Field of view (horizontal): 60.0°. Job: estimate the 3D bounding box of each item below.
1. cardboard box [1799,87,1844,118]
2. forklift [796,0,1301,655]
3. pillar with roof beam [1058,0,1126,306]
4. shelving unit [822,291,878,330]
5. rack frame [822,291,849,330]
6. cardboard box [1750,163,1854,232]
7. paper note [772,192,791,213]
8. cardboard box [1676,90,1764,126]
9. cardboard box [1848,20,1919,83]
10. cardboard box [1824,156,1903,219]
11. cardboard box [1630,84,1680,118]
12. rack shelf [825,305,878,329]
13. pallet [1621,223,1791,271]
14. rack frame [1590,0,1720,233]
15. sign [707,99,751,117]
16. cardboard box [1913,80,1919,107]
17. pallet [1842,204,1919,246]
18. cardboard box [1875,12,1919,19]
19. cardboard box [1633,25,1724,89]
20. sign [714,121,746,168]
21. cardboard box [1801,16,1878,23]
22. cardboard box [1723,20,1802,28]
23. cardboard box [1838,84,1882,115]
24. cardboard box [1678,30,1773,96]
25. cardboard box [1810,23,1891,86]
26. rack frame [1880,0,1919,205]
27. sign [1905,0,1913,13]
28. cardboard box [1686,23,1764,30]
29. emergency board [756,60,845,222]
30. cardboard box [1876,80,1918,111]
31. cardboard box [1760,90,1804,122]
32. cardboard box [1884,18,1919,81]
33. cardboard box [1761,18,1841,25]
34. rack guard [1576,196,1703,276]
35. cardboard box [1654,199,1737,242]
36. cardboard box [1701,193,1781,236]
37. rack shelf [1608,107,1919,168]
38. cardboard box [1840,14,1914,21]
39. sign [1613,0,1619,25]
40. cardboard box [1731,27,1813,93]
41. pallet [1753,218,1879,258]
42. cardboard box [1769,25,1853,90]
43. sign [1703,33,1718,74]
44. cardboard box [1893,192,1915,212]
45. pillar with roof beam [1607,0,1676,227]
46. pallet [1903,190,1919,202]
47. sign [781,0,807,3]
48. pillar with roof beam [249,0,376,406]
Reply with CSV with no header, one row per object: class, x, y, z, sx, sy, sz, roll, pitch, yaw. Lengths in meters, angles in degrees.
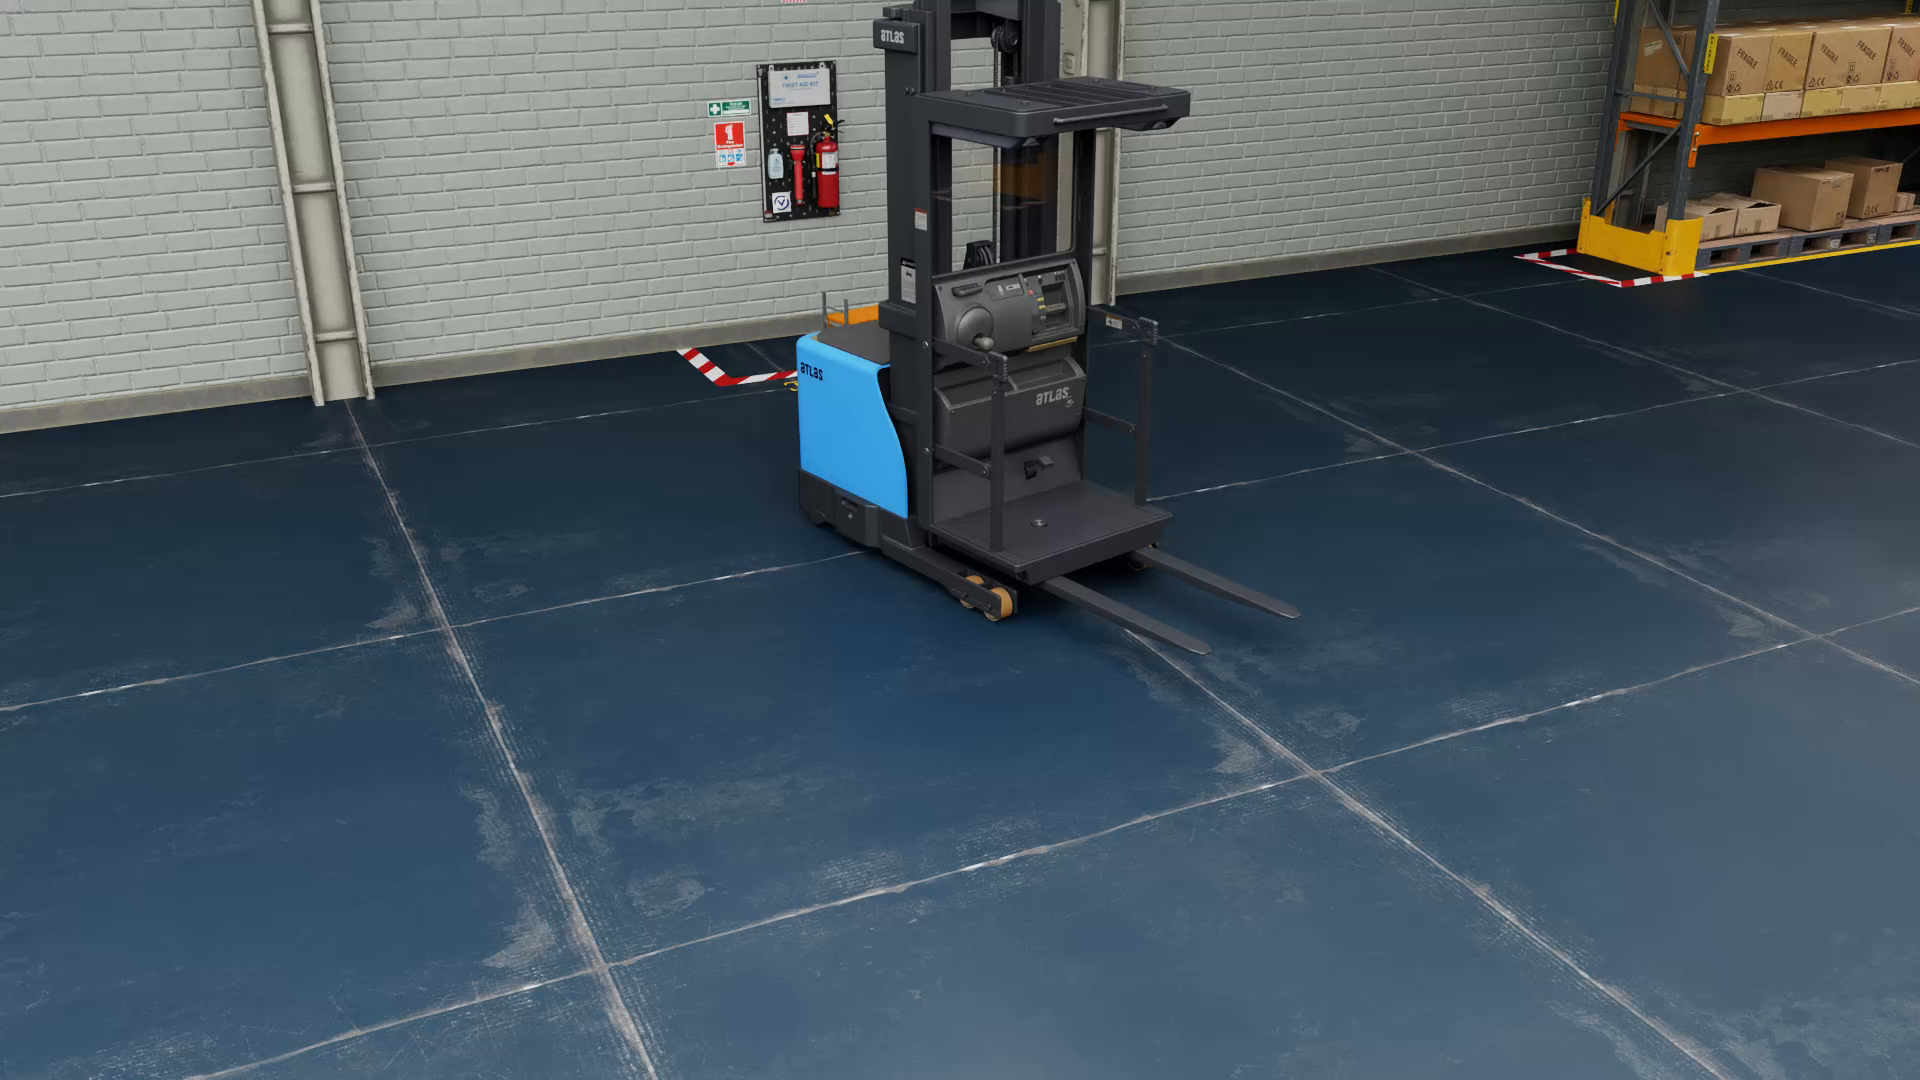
cardboard box,7.721,-4.058,15.300,0.500,0.250,0.500,-11,25,-24
forklift,0.396,-1.167,8.236,1.130,2.935,3.031,-17,28,-36
pillar with roof beam,2.937,-4.680,8.790,0.400,9.000,9.100,-10,25,-24
shelving unit,-0.525,-0.900,9.855,0.503,1.200,0.258,-17,28,-36
rack frame,-0.714,-0.841,9.713,0.015,1.200,0.240,-17,28,-36
cardboard box,8.079,-3.304,16.002,0.500,0.500,0.700,-12,25,-27
paper note,-1.363,-2.582,12.718,0.142,0.148,0.016,-10,25,-24
cardboard box,6.798,-3.884,14.881,0.500,0.250,0.500,-11,25,-25
cardboard box,8.627,-4.573,15.565,0.500,0.500,0.500,-11,25,-25
cardboard box,8.907,-3.498,16.473,0.500,0.500,0.500,-12,26,-28
cardboard box,6.558,-4.057,15.299,0.500,0.250,0.500,-10,25,-23
rack shelf,-0.525,-1.263,9.705,0.480,0.148,0.258,-17,28,-36
pallet,7.036,-2.819,15.785,1.213,0.211,1.003,-10,25,-24
rack frame,6.220,-3.973,14.925,0.127,3.000,1.000,-10,25,-24
sign,-1.709,-3.198,12.313,0.331,0.109,0.001,-10,25,-24
cardboard box,9.077,-4.313,15.918,0.500,0.250,0.500,-10,25,-23
pallet,9.235,-3.224,16.763,1.213,0.211,1.003,-10,25,-24
cardboard box,9.311,-4.917,16.395,0.500,0.500,0.500,-11,25,-25
cardboard box,6.553,-4.410,15.172,0.500,0.500,0.500,-11,25,-24
sign,-1.716,-2.955,12.420,0.234,0.329,0.001,-10,25,-24
cardboard box,8.391,-4.751,15.996,0.500,0.500,0.500,-10,24,-22
cardboard box,7.475,-4.578,15.577,0.500,0.500,0.500,-11,25,-25
cardboard box,8.178,-4.141,15.501,0.500,0.250,0.500,-10,25,-23
cardboard box,6.781,-4.235,14.748,0.500,0.500,0.500,-10,25,-24
cardboard box,8.159,-4.486,15.356,0.500,0.500,0.500,-10,24,-22
rack frame,9.825,-4.636,16.528,0.127,3.000,1.000,-10,25,-24
sign,9.581,-5.362,16.767,0.005,0.325,0.100,-10,25,-24
cardboard box,7.011,-4.491,15.366,0.500,0.500,0.500,-10,25,-23
emergency board,-1.174,-2.995,12.563,0.643,1.169,0.194,-10,25,-24
cardboard box,8.630,-4.224,15.704,0.500,0.250,0.500,-11,25,-24
cardboard box,7.260,-3.975,15.101,0.500,0.250,0.500,-11,25,-25
cardboard box,9.086,-4.653,15.758,0.500,0.500,0.500,-11,25,-24
cardboard box,7.929,-4.661,15.778,0.500,0.500,0.500,-10,25,-23
rack guard,6.289,-2.830,15.434,0.348,0.500,1.175,-10,25,-24
cardboard box,6.883,-3.017,15.558,0.500,0.311,0.500,-14,26,-30
cardboard box,7.397,-3.112,15.786,0.500,0.311,0.500,-8,24,-19
rack shelf,8.023,-3.972,15.864,4.000,0.370,1.077,-10,25,-24
cardboard box,8.843,-4.832,16.191,0.500,0.500,0.500,-11,25,-24
sign,5.998,-4.848,15.113,0.005,0.325,0.100,-10,25,-24
cardboard box,7.231,-4.313,14.937,0.500,0.500,0.500,-10,25,-23
pallet,8.134,-3.020,16.270,1.213,0.211,1.003,-10,25,-24
cardboard box,7.699,-4.397,15.139,0.500,0.500,0.500,-11,25,-25
sign,6.456,-4.186,14.308,0.005,0.325,0.100,-10,25,-24
cardboard box,9.356,-3.431,16.746,0.250,0.166,0.380,-14,26,-30
pillar with roof beam,8.343,-5.675,11.194,0.400,9.000,9.100,-10,25,-24
pallet,10.526,-3.477,17.375,1.213,0.211,1.003,-10,25,-24
sign,-1.224,-4.099,12.199,0.199,0.298,0.001,-10,25,-24
pillar with roof beam,-2.470,-3.685,6.385,0.400,9.000,9.100,-10,25,-24
